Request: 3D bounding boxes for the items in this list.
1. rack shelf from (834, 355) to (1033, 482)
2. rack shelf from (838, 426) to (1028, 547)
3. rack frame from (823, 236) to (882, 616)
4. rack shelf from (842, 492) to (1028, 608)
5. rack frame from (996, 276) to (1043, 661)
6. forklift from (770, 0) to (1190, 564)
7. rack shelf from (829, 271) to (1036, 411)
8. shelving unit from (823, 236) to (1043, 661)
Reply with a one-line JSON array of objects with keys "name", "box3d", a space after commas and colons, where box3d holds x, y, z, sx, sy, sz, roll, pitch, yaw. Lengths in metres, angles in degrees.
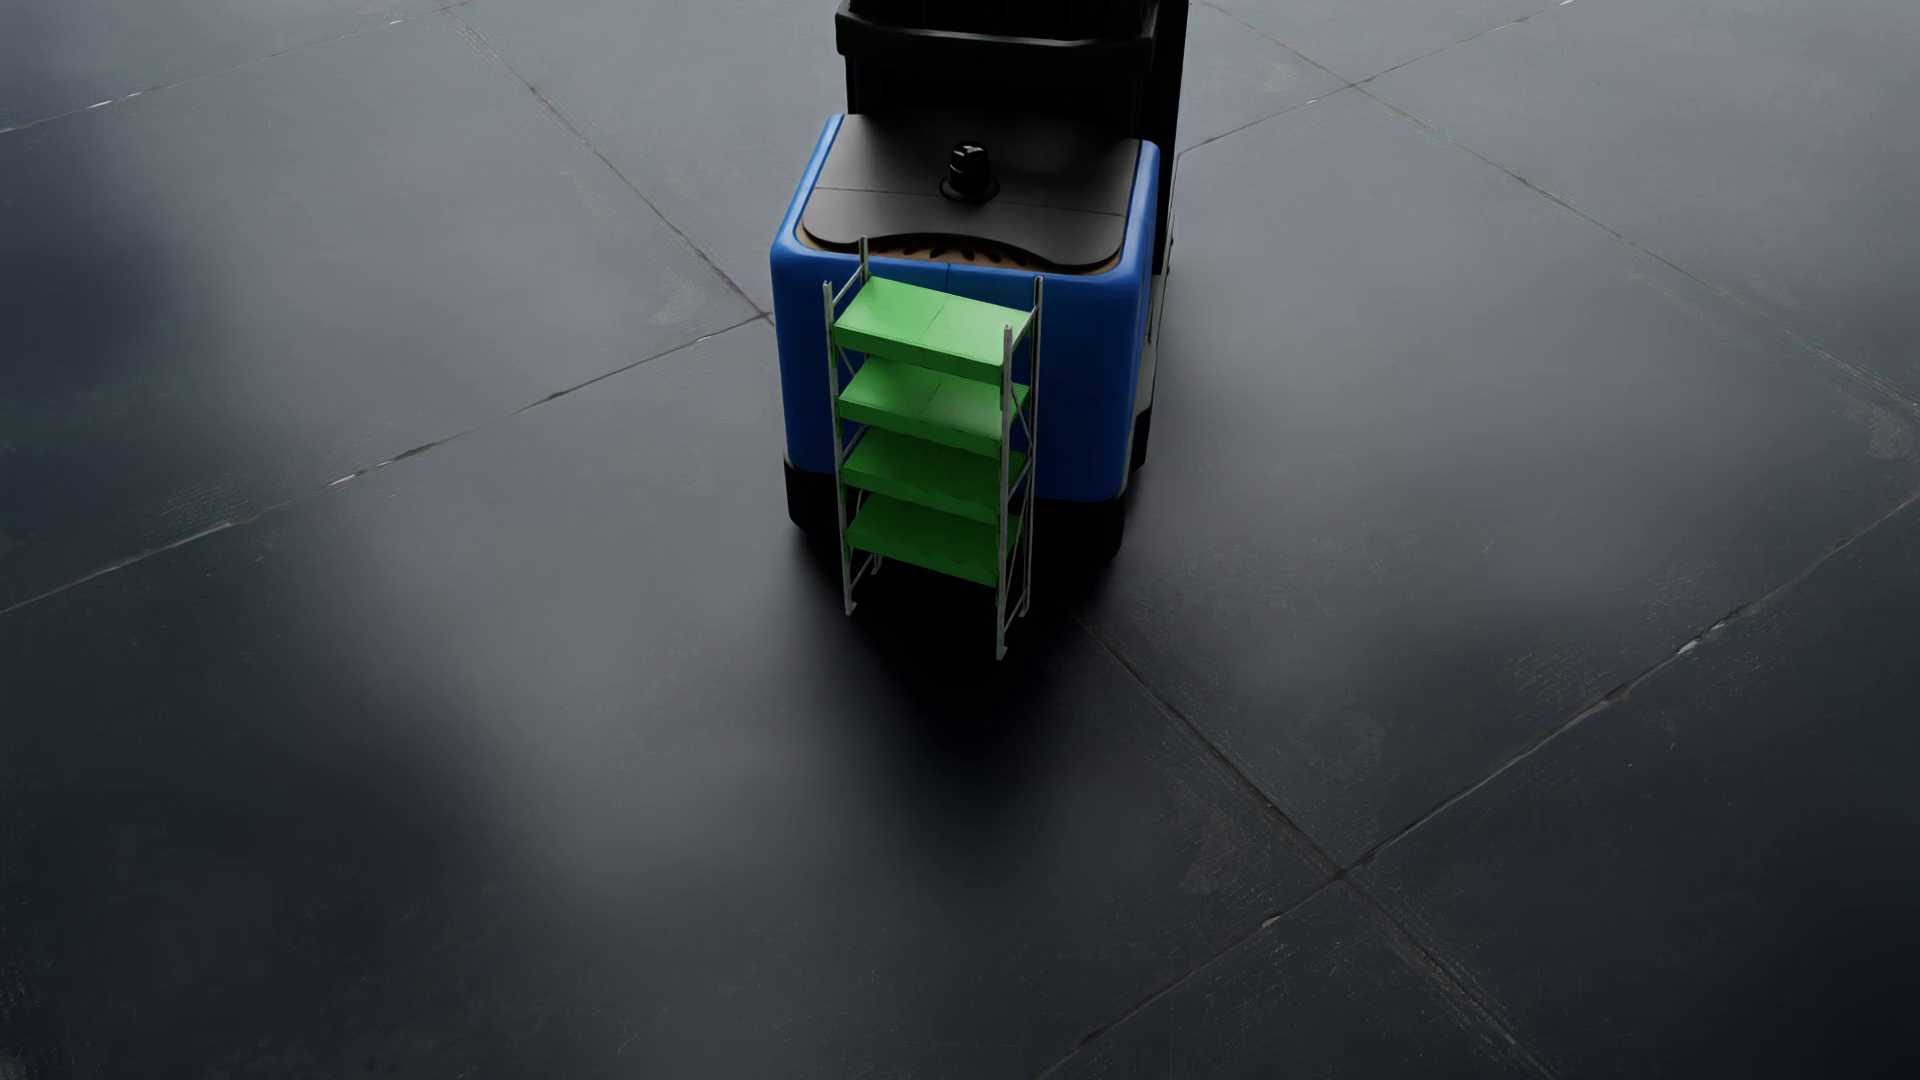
[{"name": "rack shelf", "box3d": [-0.068, -0.348, 4.490, 0.480, 0.148, 0.258, 16, 46, 16]}, {"name": "rack shelf", "box3d": [-0.068, -0.174, 4.656, 0.480, 0.148, 0.258, 16, 46, 16]}, {"name": "rack frame", "box3d": [-0.294, -0.283, 4.678, 0.015, 1.200, 0.240, 16, 46, 16]}, {"name": "rack shelf", "box3d": [-0.068, -0.001, 4.822, 0.480, 0.148, 0.258, 16, 46, 16]}, {"name": "rack frame", "box3d": [0.158, -0.157, 4.546, 0.015, 1.200, 0.240, 16, 46, 16]}, {"name": "forklift", "box3d": [0.212, -2.014, 5.237, 1.130, 2.935, 3.031, 7, 44, 7]}, {"name": "rack shelf", "box3d": [-0.068, -0.521, 4.325, 0.480, 0.148, 0.258, 16, 46, 16]}, {"name": "shelving unit", "box3d": [-0.068, -0.220, 4.612, 0.503, 1.200, 0.258, 16, 46, 16]}]
